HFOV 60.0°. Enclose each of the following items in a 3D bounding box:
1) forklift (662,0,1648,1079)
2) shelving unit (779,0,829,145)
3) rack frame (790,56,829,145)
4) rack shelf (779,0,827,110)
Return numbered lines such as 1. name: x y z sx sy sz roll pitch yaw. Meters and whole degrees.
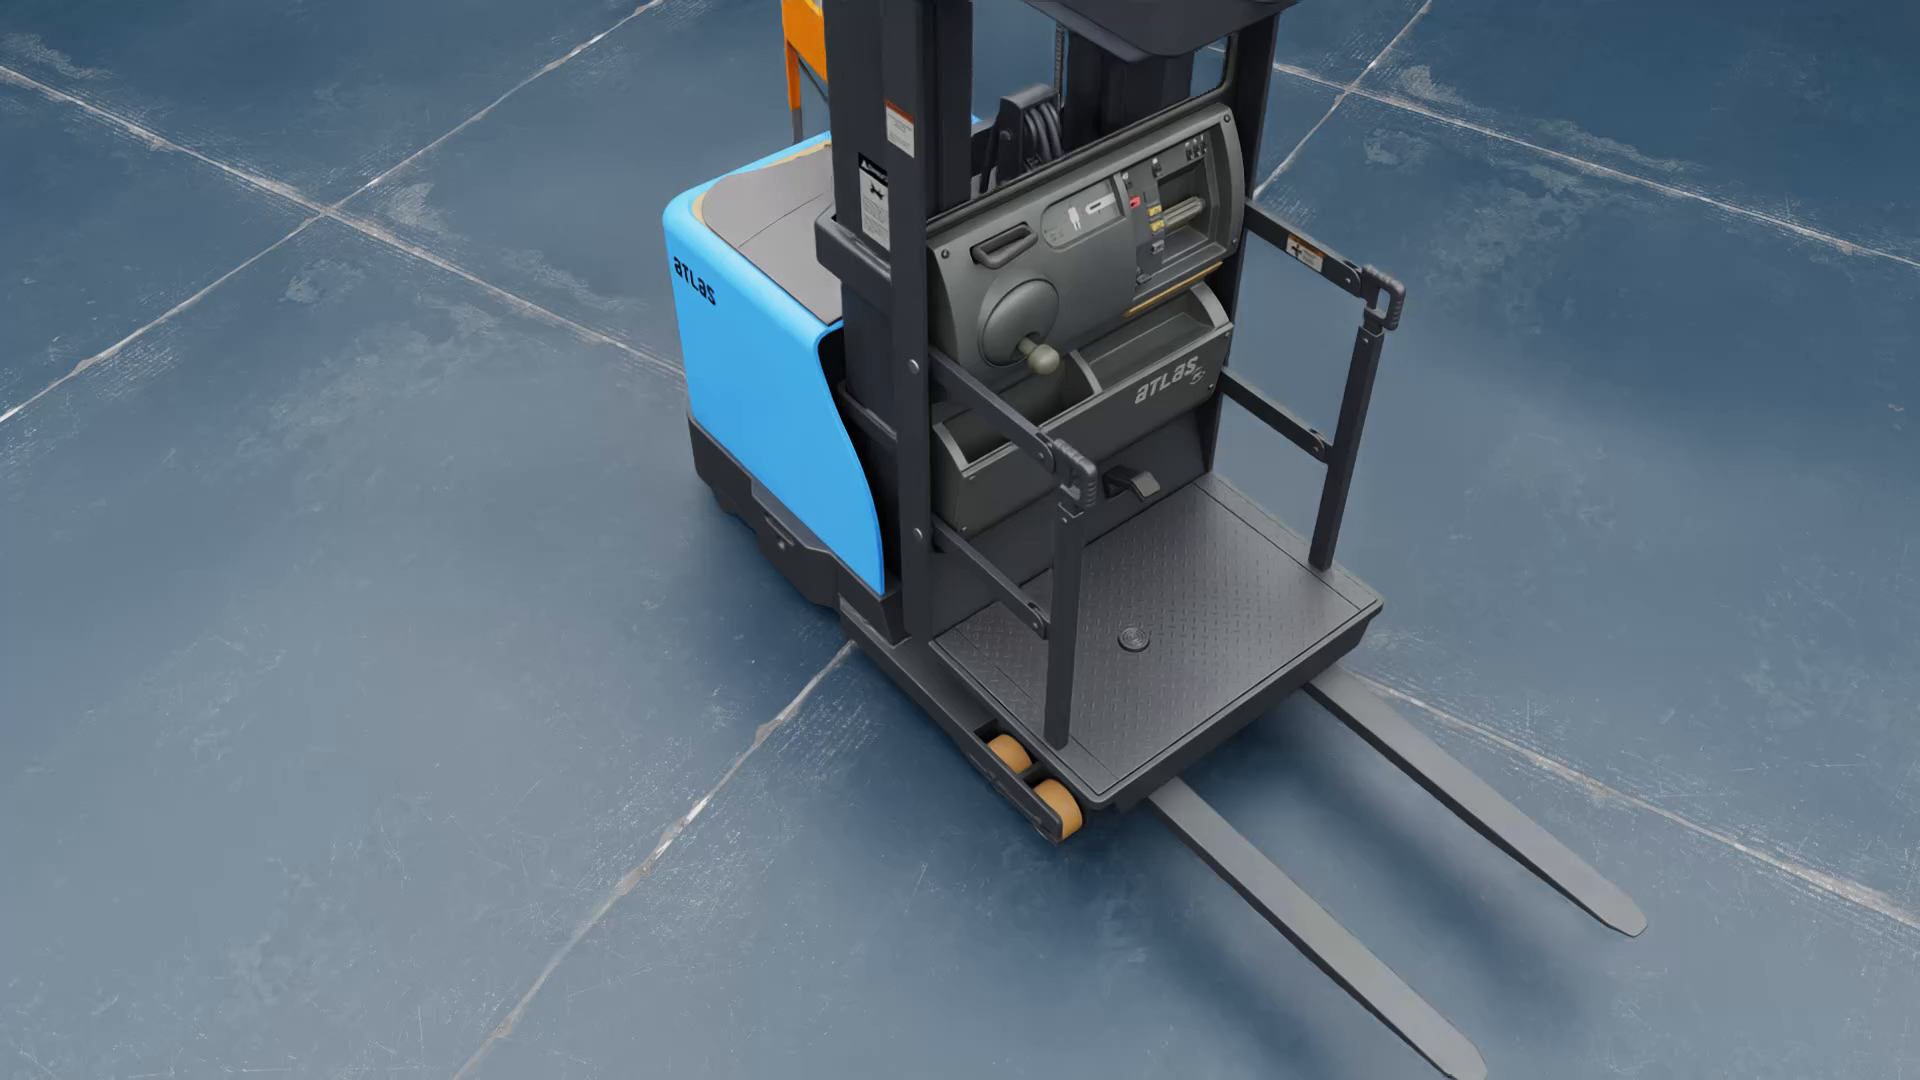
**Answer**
1. forklift: 0.460 -0.626 3.815 1.130 2.935 3.031 -30 53 -26
2. shelving unit: -0.277 -1.549 5.292 0.431 2.100 0.503 -20 49 -19
3. rack frame: -0.389 -1.705 5.443 0.400 2.100 0.015 -20 49 -19
4. rack shelf: -0.277 -1.540 5.301 0.431 0.518 0.480 -20 49 -19
